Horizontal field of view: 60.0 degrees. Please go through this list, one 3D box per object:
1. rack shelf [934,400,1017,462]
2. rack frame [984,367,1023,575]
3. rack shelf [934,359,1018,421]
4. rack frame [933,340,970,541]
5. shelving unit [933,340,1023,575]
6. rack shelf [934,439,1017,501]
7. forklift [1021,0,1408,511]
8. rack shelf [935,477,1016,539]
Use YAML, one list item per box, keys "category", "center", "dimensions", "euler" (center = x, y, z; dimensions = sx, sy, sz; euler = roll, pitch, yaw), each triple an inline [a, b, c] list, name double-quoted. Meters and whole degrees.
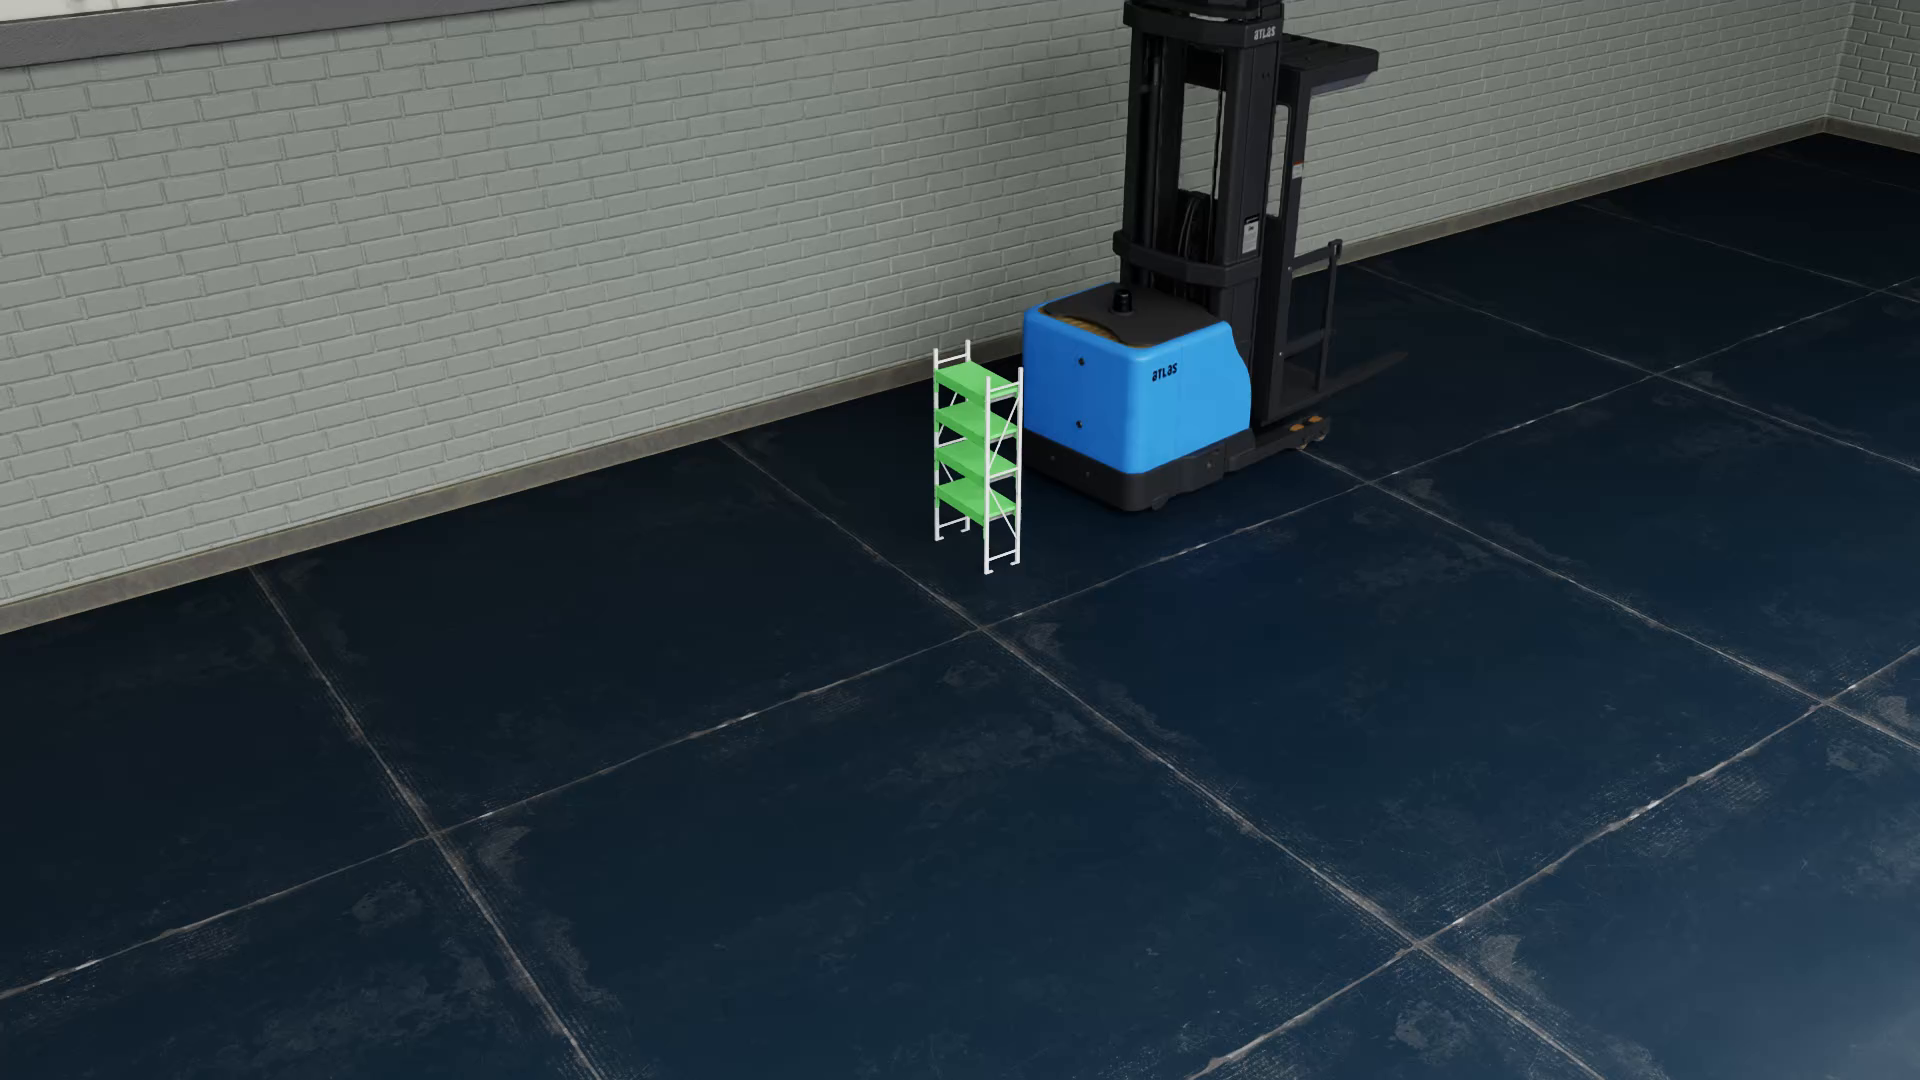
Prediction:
- category: "rack shelf"
  center: [0.096, -0.618, 9.261]
  dimensions: [0.258, 0.148, 0.480]
  euler: [-19, 34, -31]
- category: "rack frame"
  center: [0.238, -0.368, 9.170]
  dimensions: [0.240, 1.200, 0.015]
  euler: [-19, 34, -31]
- category: "rack shelf"
  center: [0.096, -0.829, 9.147]
  dimensions: [0.258, 0.148, 0.480]
  euler: [-19, 34, -31]
- category: "rack frame"
  center: [-0.046, -0.558, 9.520]
  dimensions: [0.240, 1.200, 0.015]
  euler: [-19, 34, -31]
- category: "shelving unit"
  center: [0.096, -0.463, 9.345]
  dimensions: [0.258, 1.200, 0.503]
  euler: [-19, 34, -31]
- category: "rack shelf"
  center: [0.096, -0.407, 9.376]
  dimensions: [0.258, 0.148, 0.480]
  euler: [-19, 34, -31]
- category: "forklift"
  center: [1.804, -2.041, 10.438]
  dimensions: [3.031, 2.935, 1.130]
  euler: [-23, 36, -36]
- category: "rack shelf"
  center: [0.096, -0.196, 9.490]
  dimensions: [0.258, 0.148, 0.480]
  euler: [-19, 34, -31]
